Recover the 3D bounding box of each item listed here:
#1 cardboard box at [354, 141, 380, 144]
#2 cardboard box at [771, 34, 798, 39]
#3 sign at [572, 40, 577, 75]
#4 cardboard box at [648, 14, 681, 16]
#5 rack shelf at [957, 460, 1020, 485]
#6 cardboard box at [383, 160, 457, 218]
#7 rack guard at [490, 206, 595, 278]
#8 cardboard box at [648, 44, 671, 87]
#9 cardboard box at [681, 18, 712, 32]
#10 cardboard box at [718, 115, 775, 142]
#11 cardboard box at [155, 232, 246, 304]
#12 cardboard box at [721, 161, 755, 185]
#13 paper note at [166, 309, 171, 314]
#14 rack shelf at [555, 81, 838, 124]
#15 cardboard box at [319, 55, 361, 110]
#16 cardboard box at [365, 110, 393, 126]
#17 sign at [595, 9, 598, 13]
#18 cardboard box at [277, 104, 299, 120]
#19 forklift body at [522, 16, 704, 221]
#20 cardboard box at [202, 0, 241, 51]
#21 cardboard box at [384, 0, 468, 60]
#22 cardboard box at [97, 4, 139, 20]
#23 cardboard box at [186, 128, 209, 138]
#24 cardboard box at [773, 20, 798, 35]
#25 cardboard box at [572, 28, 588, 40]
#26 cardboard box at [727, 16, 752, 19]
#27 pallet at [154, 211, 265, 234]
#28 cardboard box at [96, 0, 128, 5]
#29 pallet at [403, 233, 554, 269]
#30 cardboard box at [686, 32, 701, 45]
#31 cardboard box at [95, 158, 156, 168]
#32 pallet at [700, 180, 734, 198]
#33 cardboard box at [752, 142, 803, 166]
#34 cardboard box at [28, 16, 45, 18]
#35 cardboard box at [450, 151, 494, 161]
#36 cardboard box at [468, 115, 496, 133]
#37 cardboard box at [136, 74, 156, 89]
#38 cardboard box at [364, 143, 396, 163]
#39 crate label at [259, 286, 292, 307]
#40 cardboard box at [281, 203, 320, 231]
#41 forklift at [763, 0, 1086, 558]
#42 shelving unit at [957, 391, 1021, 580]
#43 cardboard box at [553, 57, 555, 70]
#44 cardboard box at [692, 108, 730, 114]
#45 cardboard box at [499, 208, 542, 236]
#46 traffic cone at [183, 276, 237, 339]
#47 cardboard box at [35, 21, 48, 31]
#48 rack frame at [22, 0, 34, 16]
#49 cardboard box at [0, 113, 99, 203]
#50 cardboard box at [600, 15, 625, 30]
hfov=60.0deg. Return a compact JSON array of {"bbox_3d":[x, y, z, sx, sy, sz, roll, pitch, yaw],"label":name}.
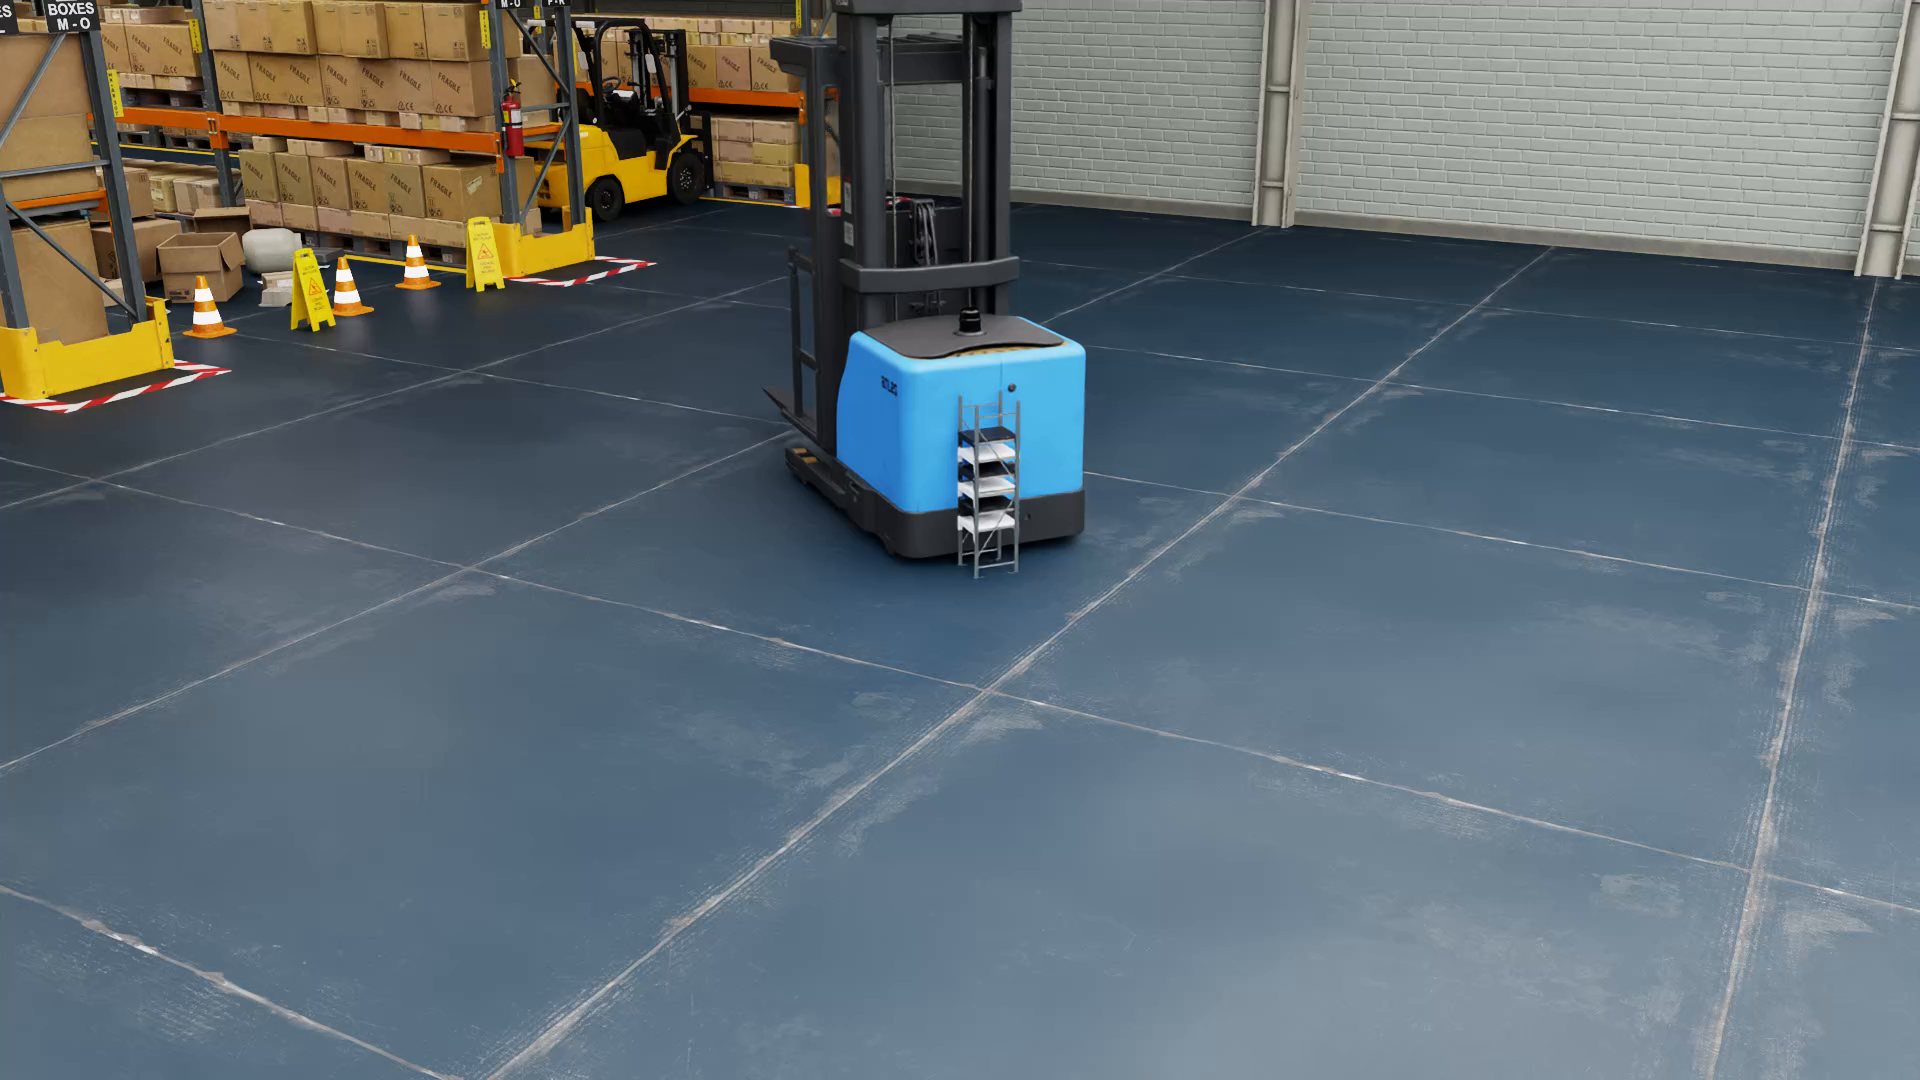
[{"bbox_3d":[-8.019,-5.850,23.460,0.625,0.625,0.875,12,23,29],"label":"cardboard box"},{"bbox_3d":[-2.012,-5.873,19.558,0.250,0.149,0.380,11,23,28],"label":"cardboard box"},{"bbox_3d":[-3.726,-4.637,15.979,0.005,0.325,0.100,11,23,27],"label":"sign"},{"bbox_3d":[-3.737,-6.574,21.055,0.250,0.149,0.380,10,22,26],"label":"cardboard box"},{"bbox_3d":[0.141,-0.325,8.276,0.258,0.077,0.200,-8,22,-22],"label":"rack shelf"},{"bbox_3d":[-5.274,-3.467,16.340,0.500,0.500,0.500,12,23,29],"label":"cardboard box"},{"bbox_3d":[-4.057,-2.906,16.142,0.348,0.500,1.175,11,23,27],"label":"rack guard"},{"bbox_3d":[-3.471,-5.852,20.451,0.500,0.500,0.500,11,23,28],"label":"cardboard box"},{"bbox_3d":[-3.151,-6.217,20.072,0.250,0.149,0.380,11,23,28],"label":"cardboard box"},{"bbox_3d":[-2.576,-4.988,20.168,0.500,0.250,0.500,11,23,28],"label":"cardboard box"},{"bbox_3d":[-6.758,-2.433,14.834,0.637,0.503,0.797,-4,20,-10],"label":"cardboard box"},{"bbox_3d":[-2.567,-4.521,20.346,0.500,0.250,0.500,11,23,27],"label":"cardboard box"},{"bbox_3d":[-6.821,-1.940,14.172,0.144,0.017,0.142,-16,26,-38],"label":"paper note"},{"bbox_3d":[-3.319,-5.541,20.796,4.000,0.370,1.077,11,23,27],"label":"rack shelf"},{"bbox_3d":[-5.902,-4.522,16.350,0.500,0.500,0.500,11,23,28],"label":"cardboard box"},{"bbox_3d":[-5.572,-4.140,16.249,0.250,0.149,0.380,11,22,27],"label":"cardboard box"},{"bbox_3d":[-4.796,-6.821,21.885,0.005,0.325,0.100,11,23,27],"label":"sign"},{"bbox_3d":[-6.672,-4.354,16.838,0.250,0.149,0.380,12,23,29],"label":"cardboard box"},{"bbox_3d":[-4.118,-4.920,19.273,1.214,2.155,2.313,11,23,27],"label":"forklift body"},{"bbox_3d":[-7.204,-5.252,16.897,0.500,0.500,0.700,11,22,27],"label":"cardboard box"},{"bbox_3d":[-4.981,-4.831,15.736,0.500,0.500,0.700,11,23,28],"label":"cardboard box"},{"bbox_3d":[-9.409,-5.900,18.580,0.250,0.149,0.380,10,22,25],"label":"cardboard box"},{"bbox_3d":[-11.267,-6.331,24.970,0.500,0.500,0.500,10,22,27],"label":"cardboard box"},{"bbox_3d":[-1.988,-6.035,19.569,0.250,0.149,0.380,11,23,27],"label":"cardboard box"},{"bbox_3d":[-4.688,-6.390,20.983,0.250,0.149,0.380,11,23,29],"label":"cardboard box"},{"bbox_3d":[-2.662,-6.333,20.390,0.250,0.149,0.380,12,23,29],"label":"cardboard box"},{"bbox_3d":[-8.163,-3.551,18.346,1.213,0.211,1.003,11,23,27],"label":"pallet"},{"bbox_3d":[-13.219,-8.291,26.006,0.500,0.500,0.500,10,22,26],"label":"cardboard box"},{"bbox_3d":[-4.749,-2.915,16.593,1.213,0.211,1.003,11,23,27],"label":"pallet"},{"bbox_3d":[-3.144,-6.079,20.126,0.250,0.149,0.380,11,23,28],"label":"cardboard box"},{"bbox_3d":[-9.838,-4.143,19.126,0.625,0.372,0.950,10,22,26],"label":"cardboard box"},{"bbox_3d":[-3.322,-4.554,21.108,1.213,0.211,1.003,11,23,27],"label":"pallet"},{"bbox_3d":[-2.150,-4.674,20.035,0.500,0.250,0.500,10,22,27],"label":"cardboard box"},{"bbox_3d":[-10.442,-5.790,19.229,0.500,0.500,0.500,10,22,26],"label":"cardboard box"},{"bbox_3d":[-5.039,-3.631,16.794,0.500,0.500,0.500,10,22,25],"label":"cardboard box"},{"bbox_3d":[-4.421,-3.949,15.720,0.250,0.149,0.380,12,23,29],"label":"cardboard box"},{"bbox_3d":[-8.530,-4.897,17.720,0.250,0.149,0.380,10,22,26],"label":"cardboard box"},{"bbox_3d":[-5.617,-3.814,16.346,0.250,0.149,0.380,12,23,30],"label":"cardboard box"},{"bbox_3d":[-5.956,-2.135,14.550,0.298,0.136,0.250,0,20,-1],"label":"crate label"},{"bbox_3d":[-6.627,-3.374,17.185,0.500,0.250,0.500,12,23,30],"label":"cardboard box"},{"bbox_3d":[-0.392,-1.752,9.397,1.130,2.935,3.031,-8,22,-22],"label":"forklift"},{"bbox_3d":[0.141,-0.272,8.295,0.258,0.900,0.210,-8,22,-22],"label":"shelving unit"},{"bbox_3d":[-5.632,-6.147,21.632,0.500,0.250,0.500,11,23,29],"label":"cardboard box"},{"bbox_3d":[-3.214,-5.313,21.064,0.500,0.250,0.500,10,22,26],"label":"cardboard box"},{"bbox_3d":[-4.560,-3.189,16.675,0.500,0.250,0.500,11,22,27],"label":"cardboard box"},{"bbox_3d":[-6.087,-1.896,13.414,0.334,0.463,0.336,11,23,27],"label":"traffic cone"},{"bbox_3d":[-9.769,-5.468,18.342,0.500,0.500,0.500,11,23,28],"label":"cardboard box"},{"bbox_3d":[-15.541,-8.207,27.092,0.127,3.000,1.000,11,23,27],"label":"rack frame"},{"bbox_3d":[-6.662,-2.696,11.680,0.550,0.550,0.875,11,23,27],"label":"cardboard box"},{"bbox_3d":[-4.257,-6.432,20.665,0.250,0.149,0.380,11,23,28],"label":"cardboard box"}]
